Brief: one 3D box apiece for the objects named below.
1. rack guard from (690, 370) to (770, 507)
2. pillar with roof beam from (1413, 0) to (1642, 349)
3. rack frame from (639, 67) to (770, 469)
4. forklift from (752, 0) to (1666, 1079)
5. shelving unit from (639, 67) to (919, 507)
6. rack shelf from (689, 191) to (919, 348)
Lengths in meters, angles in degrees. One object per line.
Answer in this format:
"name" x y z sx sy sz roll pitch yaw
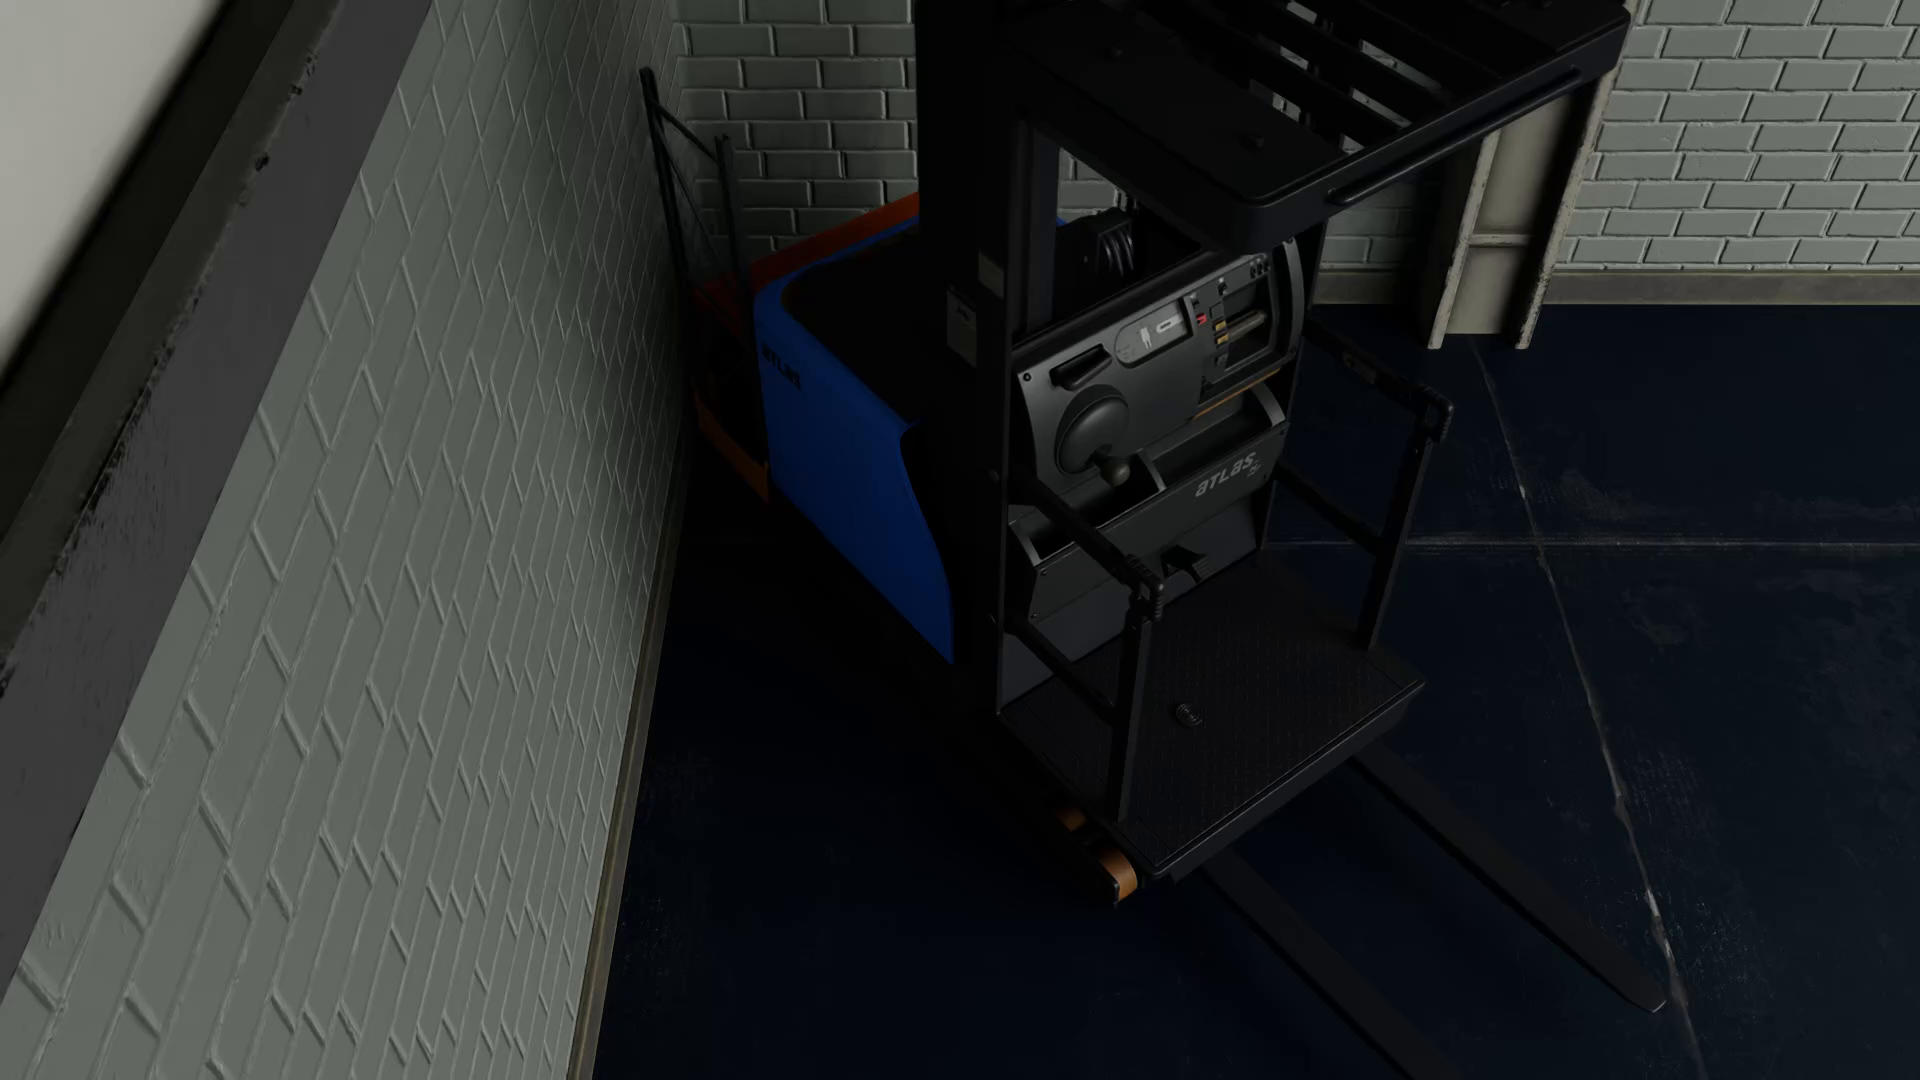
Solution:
"rack guard" -0.765 -0.342 5.887 0.087 0.250 0.587 -28 52 -23
"pillar with roof beam" 1.988 -0.769 0.318 0.400 9.000 9.100 0 47 0
"rack frame" -0.795 -0.765 5.428 0.032 1.500 0.500 -28 52 -23
"forklift" 0.654 -0.377 4.098 1.130 2.935 3.031 -29 54 -25
"shelving unit" -0.376 -0.990 5.630 1.083 1.500 0.587 -28 52 -23
"rack shelf" -0.379 -0.862 5.757 1.000 0.185 0.538 -28 52 -23
